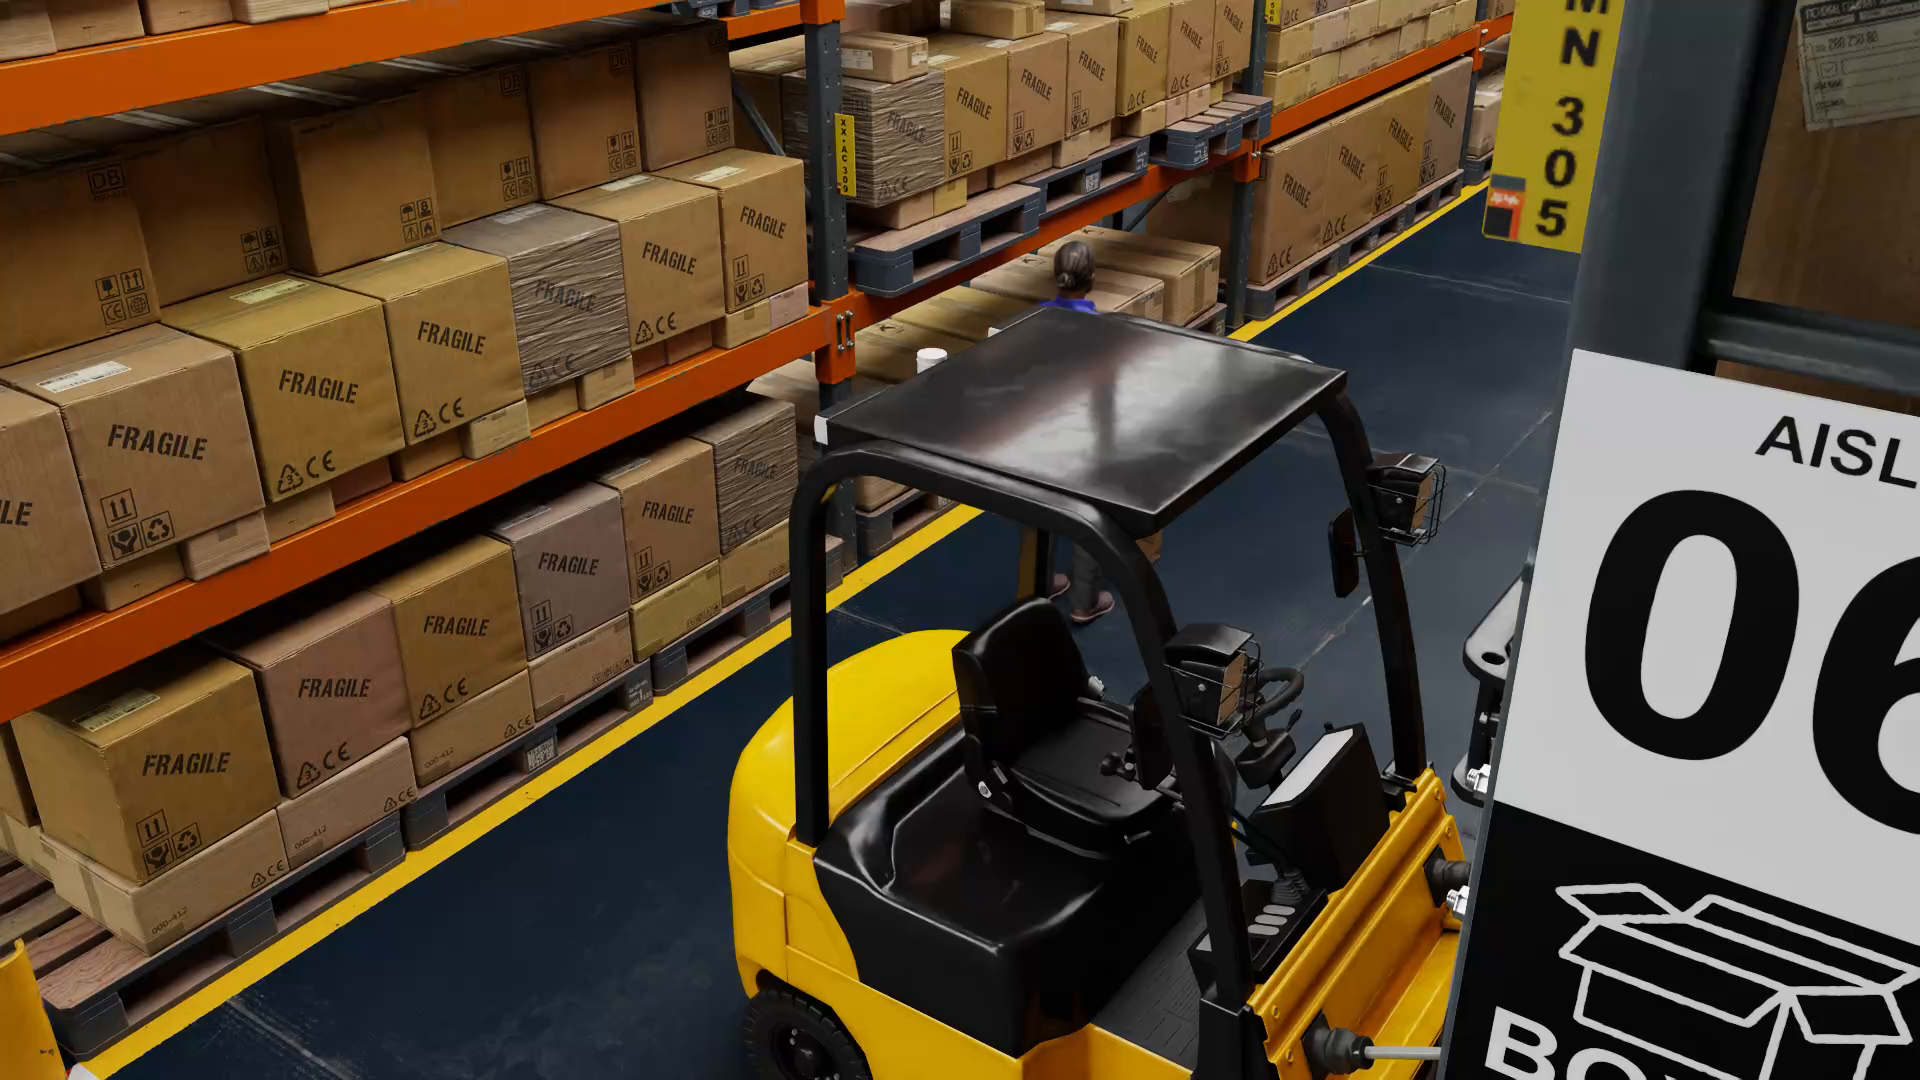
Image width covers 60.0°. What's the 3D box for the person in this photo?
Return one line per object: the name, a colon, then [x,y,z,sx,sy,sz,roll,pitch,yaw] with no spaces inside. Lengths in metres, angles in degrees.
person: [0.470,-0.455,7.026,0.437,1.663,0.304,18,32,31]
